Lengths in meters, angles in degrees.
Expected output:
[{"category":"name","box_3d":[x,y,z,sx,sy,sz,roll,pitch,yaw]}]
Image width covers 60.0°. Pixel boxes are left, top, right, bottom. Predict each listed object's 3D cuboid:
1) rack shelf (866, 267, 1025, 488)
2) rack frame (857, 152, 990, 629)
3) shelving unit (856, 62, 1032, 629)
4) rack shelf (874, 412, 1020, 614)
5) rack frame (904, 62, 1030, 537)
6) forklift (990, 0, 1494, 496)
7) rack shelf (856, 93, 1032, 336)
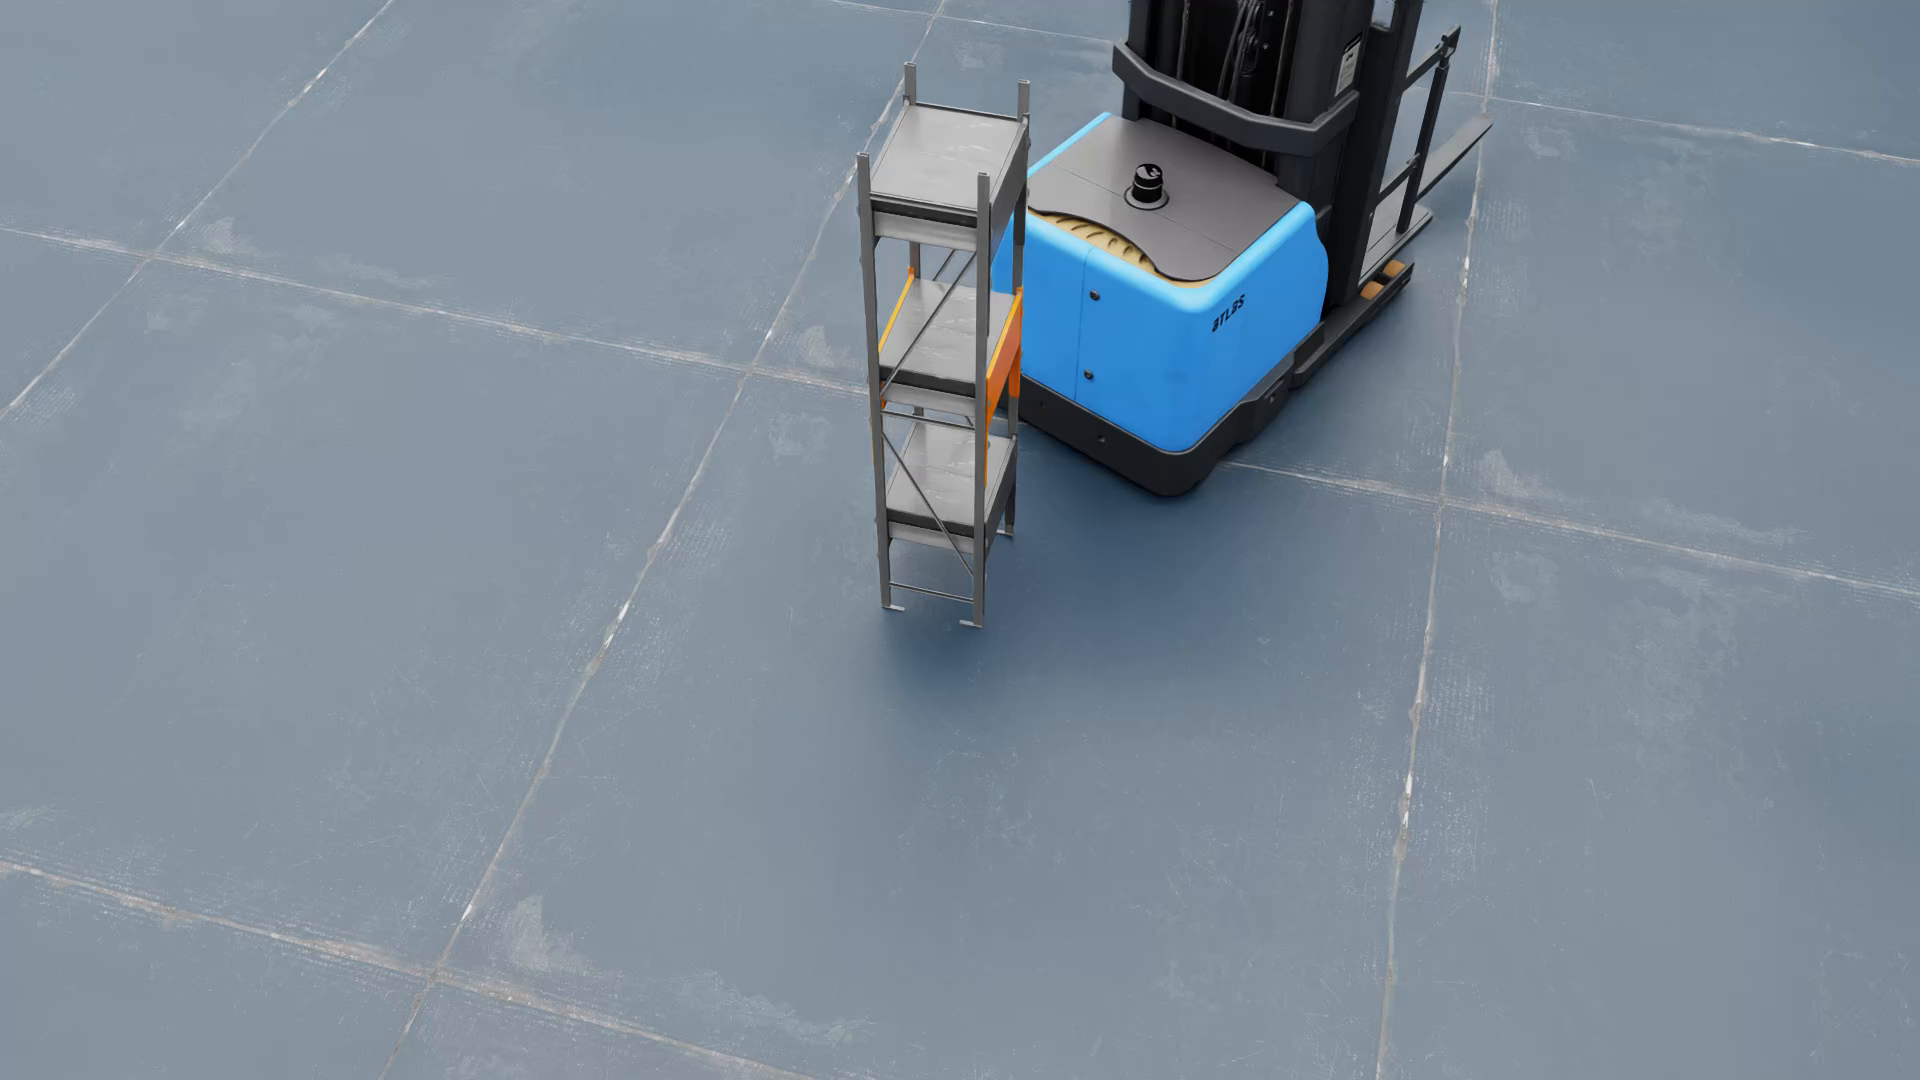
[{"category":"rack shelf","box_3d":[-0.044,-0.566,5.786,0.431,0.518,0.480,12,50,10]},{"category":"rack frame","box_3d":[-0.108,-0.399,5.620,0.400,2.100,0.015,12,50,10]},{"category":"shelving unit","box_3d":[-0.044,-0.575,5.776,0.431,2.100,0.503,12,50,10]},{"category":"rack shelf","box_3d":[-0.044,-0.103,6.311,0.431,0.518,0.480,12,50,10]},{"category":"rack frame","box_3d":[0.021,-0.752,5.932,0.400,2.100,0.015,12,50,10]},{"category":"forklift","box_3d":[1.421,-2.194,6.650,1.130,2.935,3.031,32,56,25]},{"category":"rack shelf","box_3d":[-0.044,-1.029,5.261,0.431,0.518,0.480,12,50,10]}]
